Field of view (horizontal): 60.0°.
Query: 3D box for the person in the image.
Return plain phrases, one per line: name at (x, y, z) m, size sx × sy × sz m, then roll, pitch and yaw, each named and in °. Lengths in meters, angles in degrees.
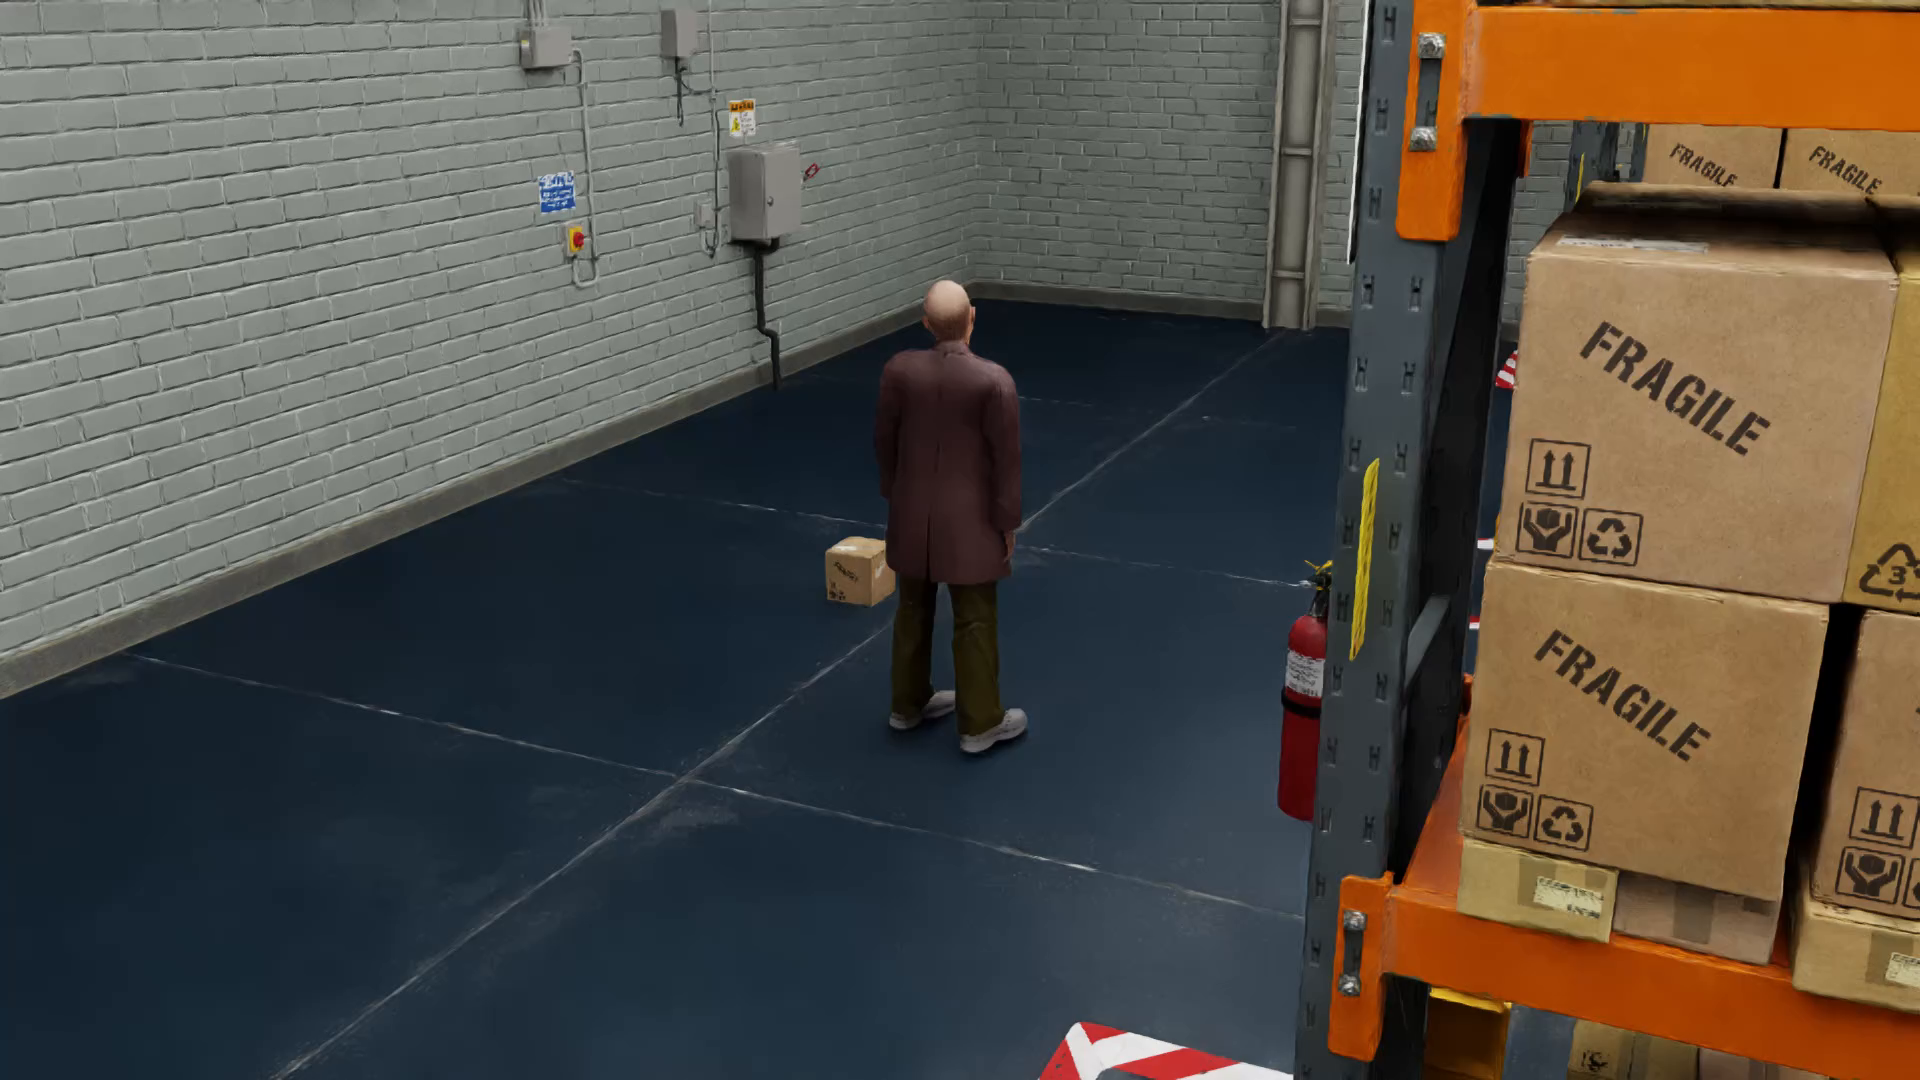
person at (-0.032, -0.101, 6.306) m, size 0.619 × 1.787 × 0.425 m, roll 8°, pitch 20°, yaw 22°
